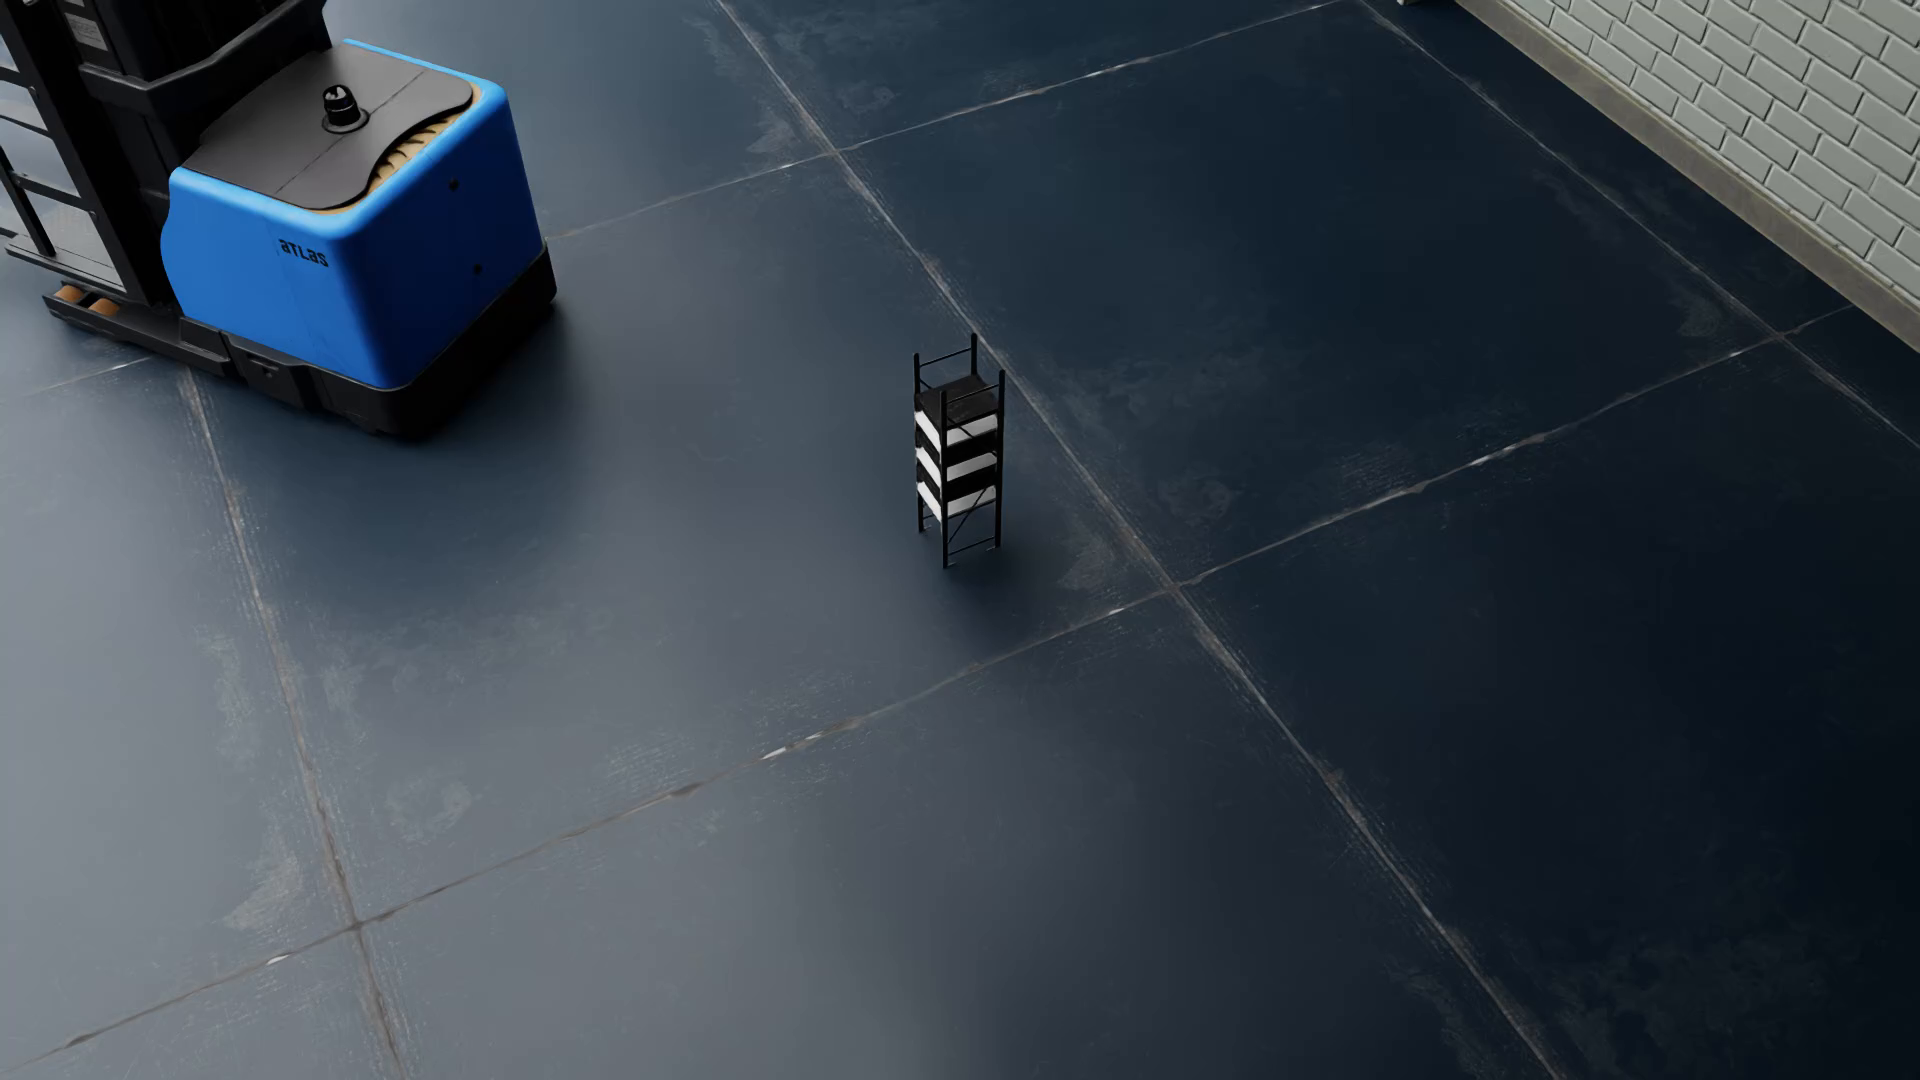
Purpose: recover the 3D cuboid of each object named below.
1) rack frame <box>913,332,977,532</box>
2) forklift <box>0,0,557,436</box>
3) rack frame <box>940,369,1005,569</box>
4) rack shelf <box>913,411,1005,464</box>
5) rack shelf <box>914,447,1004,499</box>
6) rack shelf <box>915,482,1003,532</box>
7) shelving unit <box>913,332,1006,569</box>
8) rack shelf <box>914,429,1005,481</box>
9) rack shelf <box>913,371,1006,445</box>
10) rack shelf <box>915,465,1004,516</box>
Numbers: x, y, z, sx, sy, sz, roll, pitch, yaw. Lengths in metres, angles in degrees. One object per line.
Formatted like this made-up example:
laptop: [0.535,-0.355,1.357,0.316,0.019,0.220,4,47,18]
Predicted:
rack frame: [-0.050,-0.370,5.976,0.240,0.900,0.006,-21,52,-18]
forklift: [-3.273,-2.148,6.182,3.031,2.935,1.130,20,52,17]
rack frame: [0.043,-0.234,5.857,0.240,0.900,0.006,-21,52,-18]
rack shelf: [-0.004,-0.398,5.806,0.258,0.077,0.200,-21,52,-18]
rack shelf: [-0.004,-0.280,5.941,0.258,0.077,0.200,-21,52,-18]
rack shelf: [-0.004,-0.161,6.077,0.258,0.077,0.200,-21,52,-18]
shelving unit: [-0.004,-0.302,5.916,0.258,0.900,0.210,-21,52,-18]
rack shelf: [-0.004,-0.339,5.873,0.258,0.077,0.200,-21,52,-18]
rack shelf: [-0.004,-0.458,5.738,0.258,0.077,0.200,-21,52,-18]
rack shelf: [-0.004,-0.220,6.009,0.258,0.077,0.200,-21,52,-18]
